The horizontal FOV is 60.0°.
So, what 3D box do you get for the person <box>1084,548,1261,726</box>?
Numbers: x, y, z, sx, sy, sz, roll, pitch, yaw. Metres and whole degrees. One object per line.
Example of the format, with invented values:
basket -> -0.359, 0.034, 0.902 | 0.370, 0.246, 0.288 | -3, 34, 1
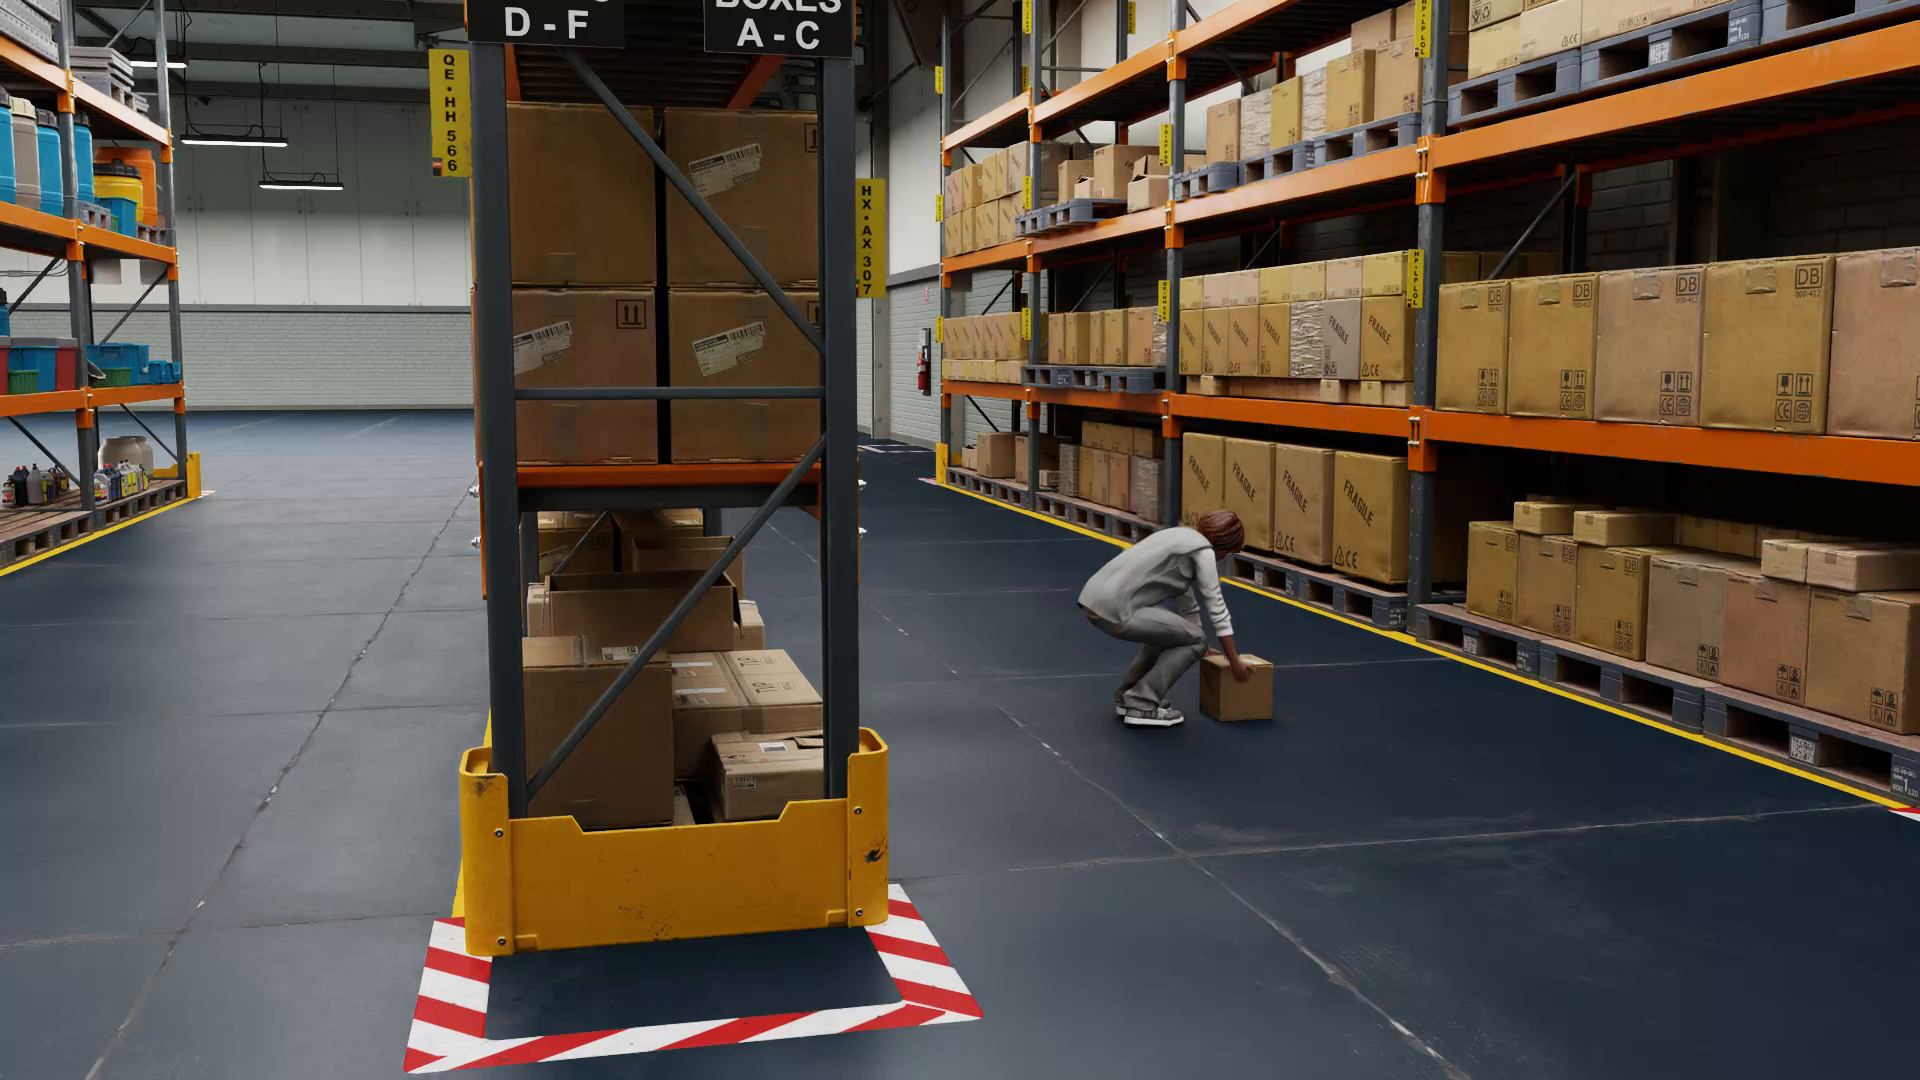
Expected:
person -> 0.943, 0.435, 7.381 | 0.806, 0.771, 0.433 | -2, 7, -14
